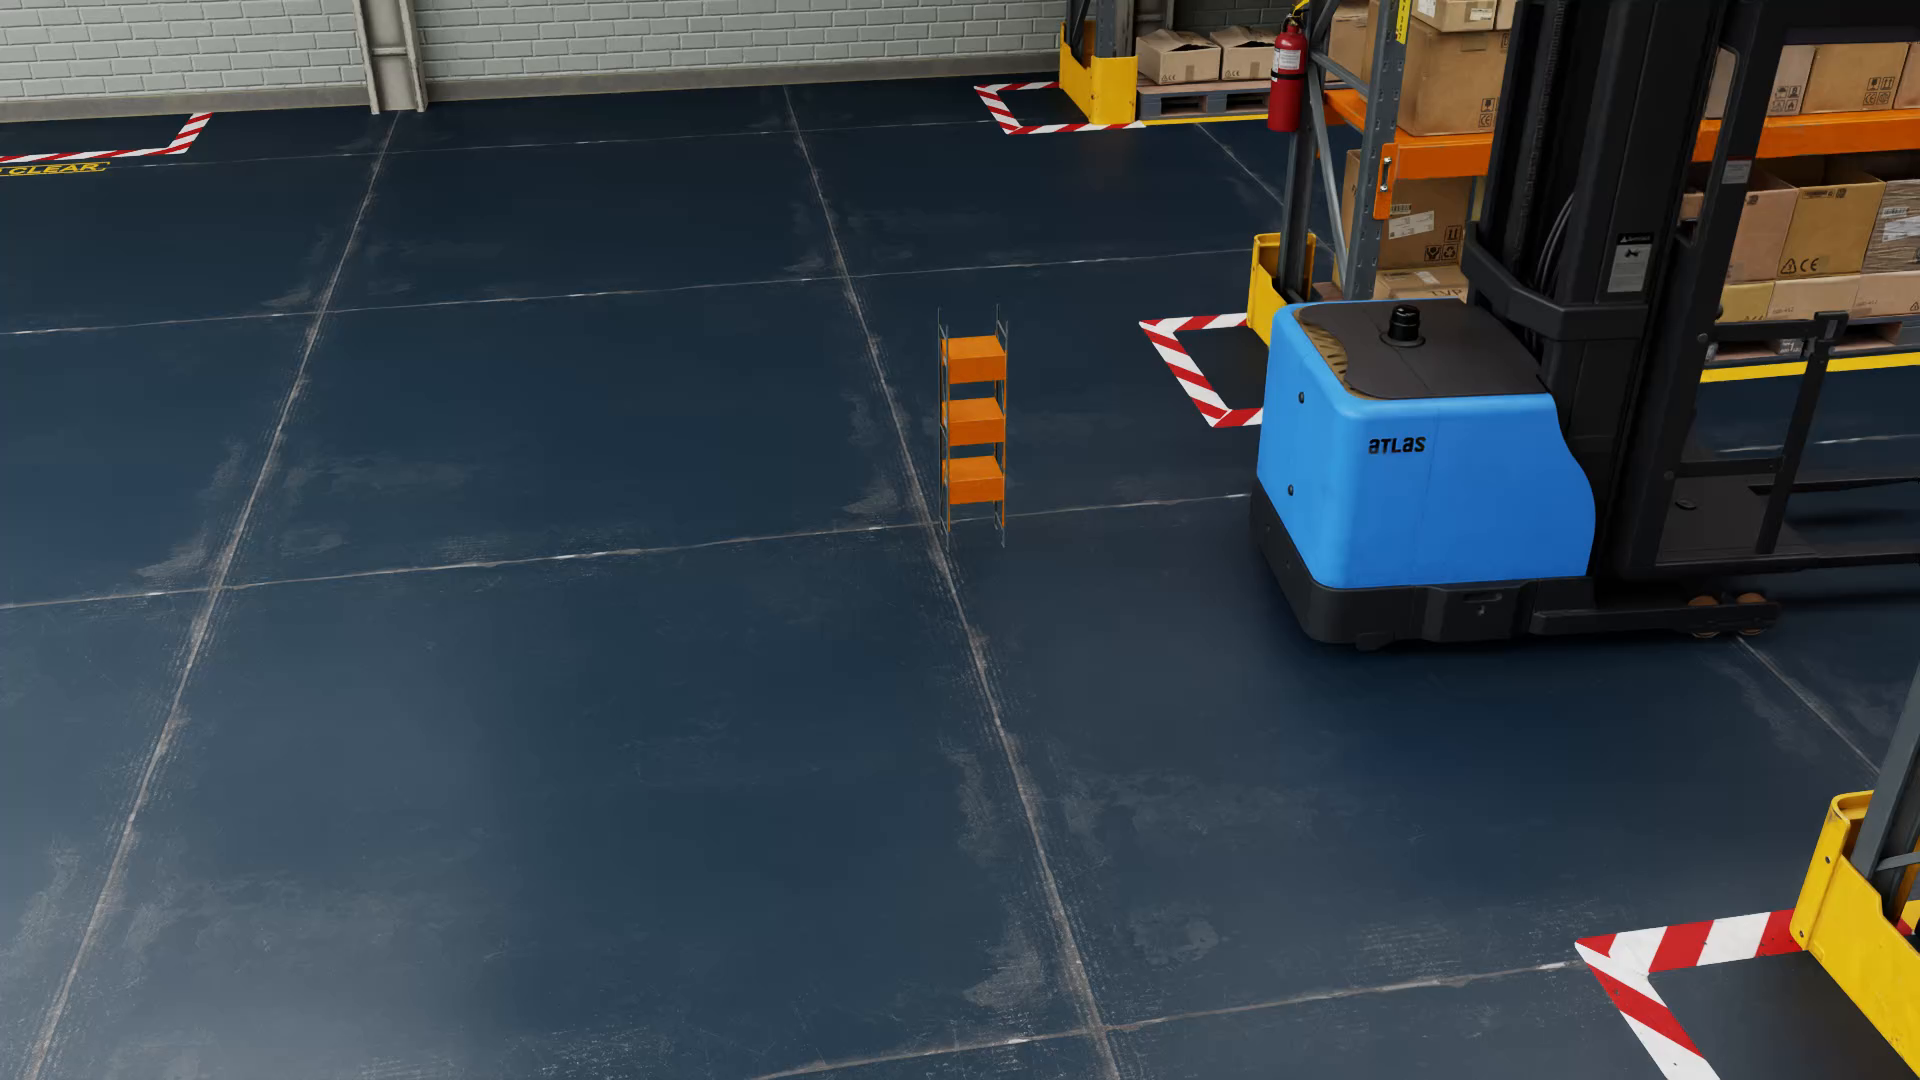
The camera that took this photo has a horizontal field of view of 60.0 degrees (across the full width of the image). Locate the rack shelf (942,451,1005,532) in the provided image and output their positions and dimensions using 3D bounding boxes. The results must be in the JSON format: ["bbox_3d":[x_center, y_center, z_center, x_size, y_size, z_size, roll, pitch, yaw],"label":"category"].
[{"bbox_3d":[0.053,-0.209,7.138,0.240,0.259,0.215,-5,31,-9],"label":"rack shelf"}]

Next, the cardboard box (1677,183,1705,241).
[{"bbox_3d":[3.439,-1.615,8.595,0.500,0.500,0.500,-5,31,-9],"label":"cardboard box"}]

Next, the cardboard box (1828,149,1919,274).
[{"bbox_3d":[4.914,-1.752,8.829,0.500,0.500,0.500,-5,31,-9],"label":"cardboard box"}]

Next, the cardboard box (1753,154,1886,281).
[{"bbox_3d":[4.423,-1.704,8.748,0.500,0.500,0.500,-5,31,-9],"label":"cardboard box"}]

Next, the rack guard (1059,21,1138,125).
[{"bbox_3d":[1.069,-3.658,12.978,0.348,0.500,1.175,-5,31,-9],"label":"rack guard"}]

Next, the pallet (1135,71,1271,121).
[{"bbox_3d":[1.875,-3.590,13.147,1.213,0.211,1.003,-5,31,-9],"label":"pallet"}]

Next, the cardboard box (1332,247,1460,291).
[{"bbox_3d":[2.365,-1.451,9.057,0.500,0.250,0.500,-5,31,-9],"label":"cardboard box"}]

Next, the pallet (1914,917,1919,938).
[{"bbox_3d":[3.645,1.311,4.812,1.213,0.211,1.003,-5,31,-9],"label":"pallet"}]

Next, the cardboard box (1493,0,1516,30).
[{"bbox_3d":[2.575,-2.536,7.864,0.250,0.149,0.380,-6,31,-10],"label":"cardboard box"}]

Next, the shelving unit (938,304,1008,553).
[{"bbox_3d":[0.053,-0.457,6.992,0.252,1.050,0.215,-5,31,-9],"label":"shelving unit"}]

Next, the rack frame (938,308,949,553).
[{"bbox_3d":[-0.067,-0.446,6.973,0.008,1.050,0.200,-5,31,-9],"label":"rack frame"}]

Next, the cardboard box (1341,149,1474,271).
[{"bbox_3d":[2.365,-1.775,8.868,0.500,0.500,0.500,-5,31,-9],"label":"cardboard box"}]

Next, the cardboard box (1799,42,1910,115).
[{"bbox_3d":[4.378,-2.528,8.492,0.500,0.500,0.700,-5,31,-8],"label":"cardboard box"}]

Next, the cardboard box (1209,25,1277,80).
[{"bbox_3d":[2.252,-3.829,13.022,0.500,0.311,0.500,-3,31,-5],"label":"cardboard box"}]

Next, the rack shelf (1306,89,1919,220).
[{"bbox_3d":[3.858,-2.131,8.625,4.000,0.370,1.077,-5,31,-9],"label":"rack shelf"}]

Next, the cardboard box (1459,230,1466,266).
[{"bbox_3d":[2.855,-1.503,9.144,0.500,0.250,0.500,-5,31,-9],"label":"cardboard box"}]

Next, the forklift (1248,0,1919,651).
[{"bbox_3d":[2.806,-1.139,6.295,3.031,2.935,1.130,-3,31,-5],"label":"forklift"}]

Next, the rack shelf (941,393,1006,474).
[{"bbox_3d":[0.053,-0.448,6.998,0.240,0.259,0.215,-5,31,-9],"label":"rack shelf"}]

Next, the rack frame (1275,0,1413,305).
[{"bbox_3d":[1.891,-2.259,8.132,0.127,3.000,1.000,-5,31,-9],"label":"rack frame"}]

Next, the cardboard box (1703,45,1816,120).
[{"bbox_3d":[3.874,-2.481,8.411,0.500,0.500,0.700,-4,31,-7],"label":"cardboard box"}]

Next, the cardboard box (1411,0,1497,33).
[{"bbox_3d":[2.315,-2.510,7.821,0.250,0.149,0.380,-6,31,-9],"label":"cardboard box"}]

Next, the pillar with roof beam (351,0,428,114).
[{"bbox_3d":[-3.599,-5.115,7.072,0.400,9.000,9.100,-5,31,-9],"label":"pillar with roof beam"}]

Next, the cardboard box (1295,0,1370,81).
[{"bbox_3d":[2.983,-3.953,13.045,0.500,0.500,0.700,-7,31,-12],"label":"cardboard box"}]

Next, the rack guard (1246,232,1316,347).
[{"bbox_3d":[1.867,-1.179,8.762,0.348,0.500,1.175,-5,31,-9],"label":"rack guard"}]

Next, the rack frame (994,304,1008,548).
[{"bbox_3d":[0.173,-0.469,7.011,0.008,1.050,0.200,-5,31,-9],"label":"rack frame"}]

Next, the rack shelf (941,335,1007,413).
[{"bbox_3d":[0.053,-0.693,6.854,0.240,0.259,0.215,-5,31,-9],"label":"rack shelf"}]

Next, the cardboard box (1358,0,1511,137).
[{"bbox_3d":[2.352,-2.338,8.169,0.500,0.500,0.700,-5,31,-9],"label":"cardboard box"}]

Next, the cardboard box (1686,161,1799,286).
[{"bbox_3d":[3.934,-1.652,8.658,0.500,0.500,0.500,-5,31,-9],"label":"cardboard box"}]

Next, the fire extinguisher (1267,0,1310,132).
[{"bbox_3d":[1.691,-2.446,8.528,0.183,0.674,0.296,-5,31,-9],"label":"fire extinguisher"}]

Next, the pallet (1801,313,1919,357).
[{"bbox_3d":[5.035,-1.370,9.372,1.213,0.211,1.003,-5,31,-9],"label":"pallet"}]

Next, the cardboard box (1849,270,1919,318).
[{"bbox_3d":[4.915,-1.428,9.017,0.500,0.250,0.500,-5,31,-9],"label":"cardboard box"}]

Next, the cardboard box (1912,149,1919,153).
[{"bbox_3d":[5.313,-2.057,9.347,0.500,0.500,0.500,-5,31,-9],"label":"cardboard box"}]

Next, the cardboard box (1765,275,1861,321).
[{"bbox_3d":[4.426,-1.375,8.927,0.500,0.250,0.500,-5,31,-9],"label":"cardboard box"}]

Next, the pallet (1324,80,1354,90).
[{"bbox_3d":[3.072,-3.700,13.333,1.213,0.211,1.003,-5,31,-9],"label":"pallet"}]

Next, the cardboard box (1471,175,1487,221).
[{"bbox_3d":[2.950,-1.563,8.507,0.500,0.500,0.500,-5,31,-9],"label":"cardboard box"}]

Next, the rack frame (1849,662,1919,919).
[{"bbox_3d":[2.779,0.211,3.932,0.127,3.000,1.000,-5,31,-9],"label":"rack frame"}]

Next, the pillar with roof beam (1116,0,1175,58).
[{"bbox_3d":[2.303,-5.663,8.003,0.400,9.000,9.100,-5,31,-9],"label":"pillar with roof beam"}]

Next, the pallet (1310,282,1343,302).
[{"bbox_3d":[2.635,-1.148,8.993,1.213,0.211,1.003,-5,31,-9],"label":"pallet"}]

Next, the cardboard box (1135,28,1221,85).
[{"bbox_3d":[1.691,-3.777,12.933,0.500,0.311,0.500,-9,32,-15],"label":"cardboard box"}]

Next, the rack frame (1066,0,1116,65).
[{"bbox_3d":[0.995,-4.728,12.332,0.127,3.000,1.000,-5,31,-9],"label":"rack frame"}]

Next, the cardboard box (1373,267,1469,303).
[{"bbox_3d":[2.458,-1.193,8.618,0.500,0.250,0.500,-5,31,-9],"label":"cardboard box"}]

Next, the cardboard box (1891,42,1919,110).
[{"bbox_3d":[4.872,-2.572,8.566,0.500,0.500,0.700,-6,31,-9],"label":"cardboard box"}]

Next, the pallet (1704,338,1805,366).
[{"bbox_3d":[3.833,-1.257,9.180,1.213,0.211,1.003,-5,31,-9],"label":"pallet"}]

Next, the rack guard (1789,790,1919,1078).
[{"bbox_3d":[2.845,1.258,4.617,0.348,0.500,1.175,-5,31,-9],"label":"rack guard"}]

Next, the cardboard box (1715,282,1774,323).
[{"bbox_3d":[3.934,-1.329,8.849,0.500,0.250,0.500,-5,31,-9],"label":"cardboard box"}]

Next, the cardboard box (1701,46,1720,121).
[{"bbox_3d":[3.357,-2.431,8.326,0.500,0.500,0.700,-5,31,-9],"label":"cardboard box"}]

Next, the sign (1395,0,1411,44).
[{"bbox_3d":[1.985,-2.389,7.421,0.005,0.325,0.100,-5,31,-9],"label":"sign"}]
